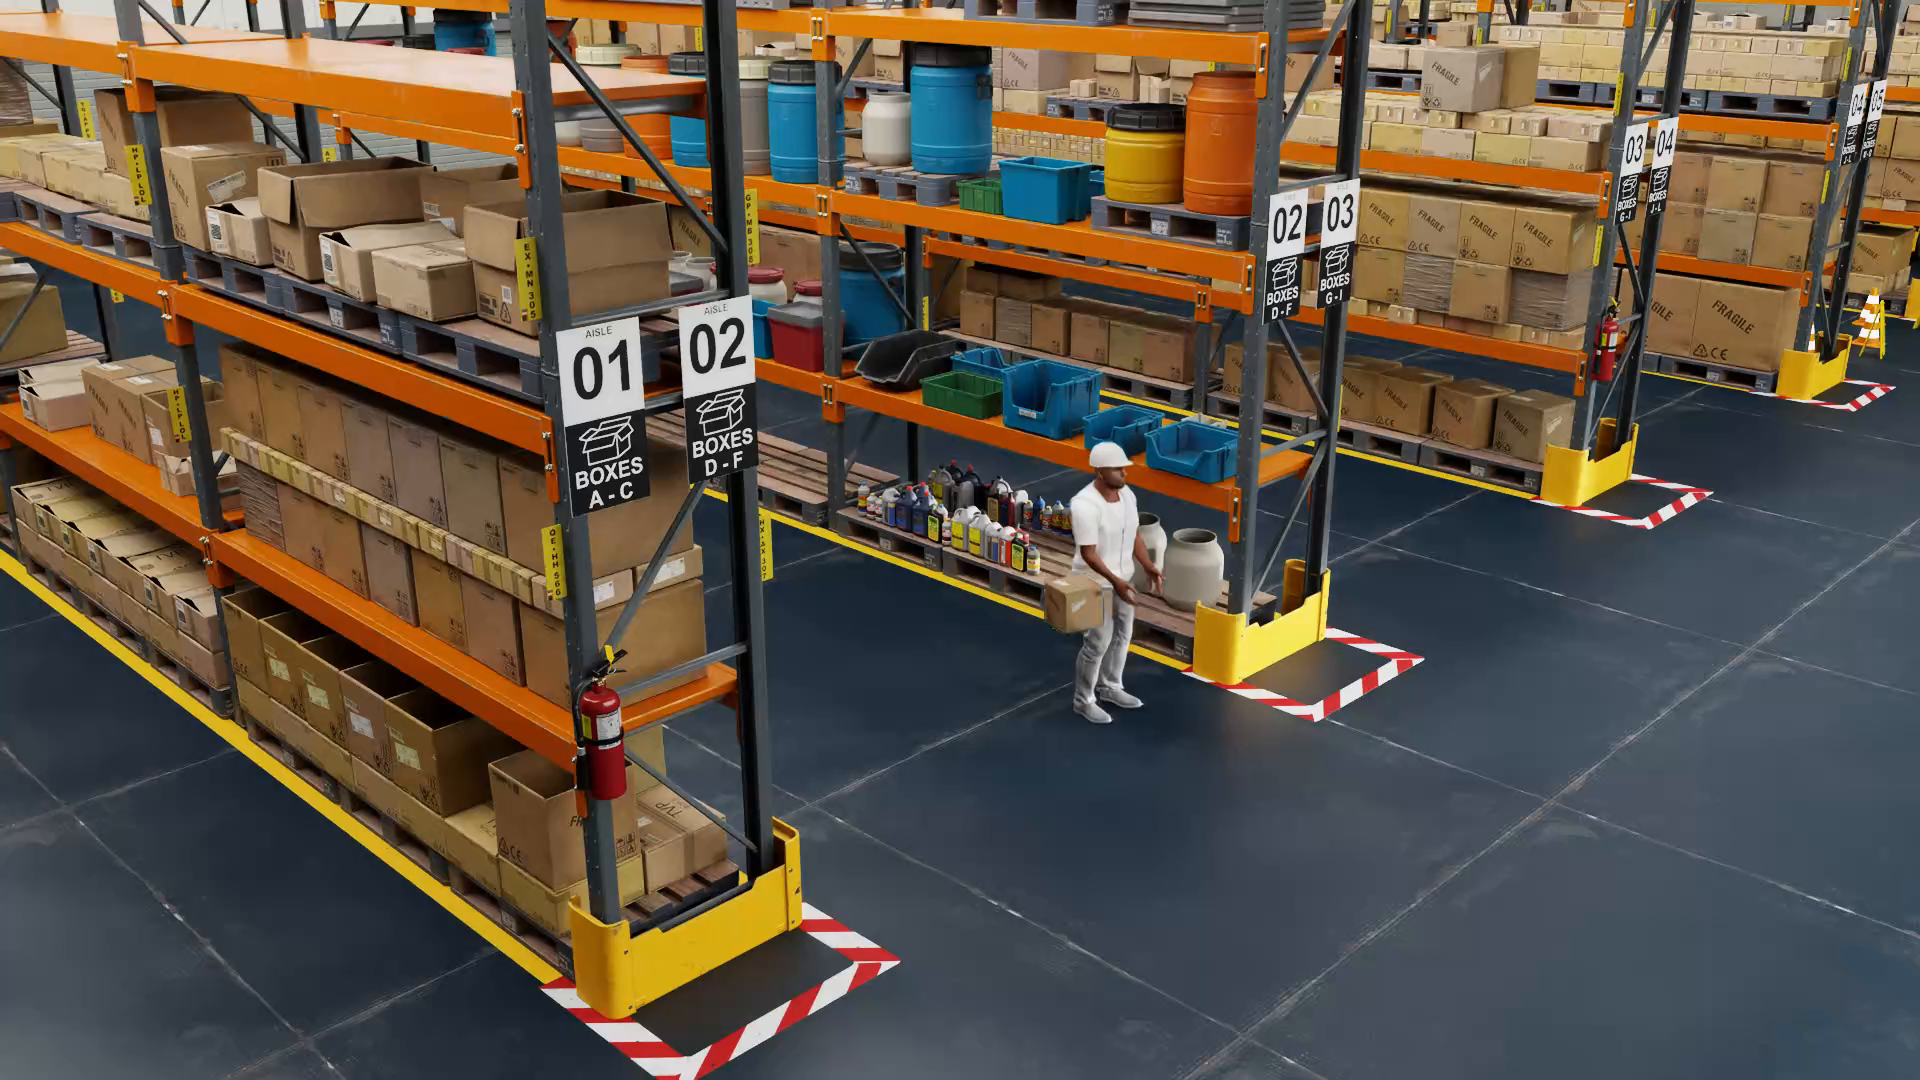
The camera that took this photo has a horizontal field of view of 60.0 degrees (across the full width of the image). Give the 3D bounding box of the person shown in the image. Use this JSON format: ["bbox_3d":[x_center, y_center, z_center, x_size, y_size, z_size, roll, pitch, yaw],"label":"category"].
[{"bbox_3d":[0.969,0.266,10.326,0.541,1.770,0.548,19,27,40],"label":"person"}]
